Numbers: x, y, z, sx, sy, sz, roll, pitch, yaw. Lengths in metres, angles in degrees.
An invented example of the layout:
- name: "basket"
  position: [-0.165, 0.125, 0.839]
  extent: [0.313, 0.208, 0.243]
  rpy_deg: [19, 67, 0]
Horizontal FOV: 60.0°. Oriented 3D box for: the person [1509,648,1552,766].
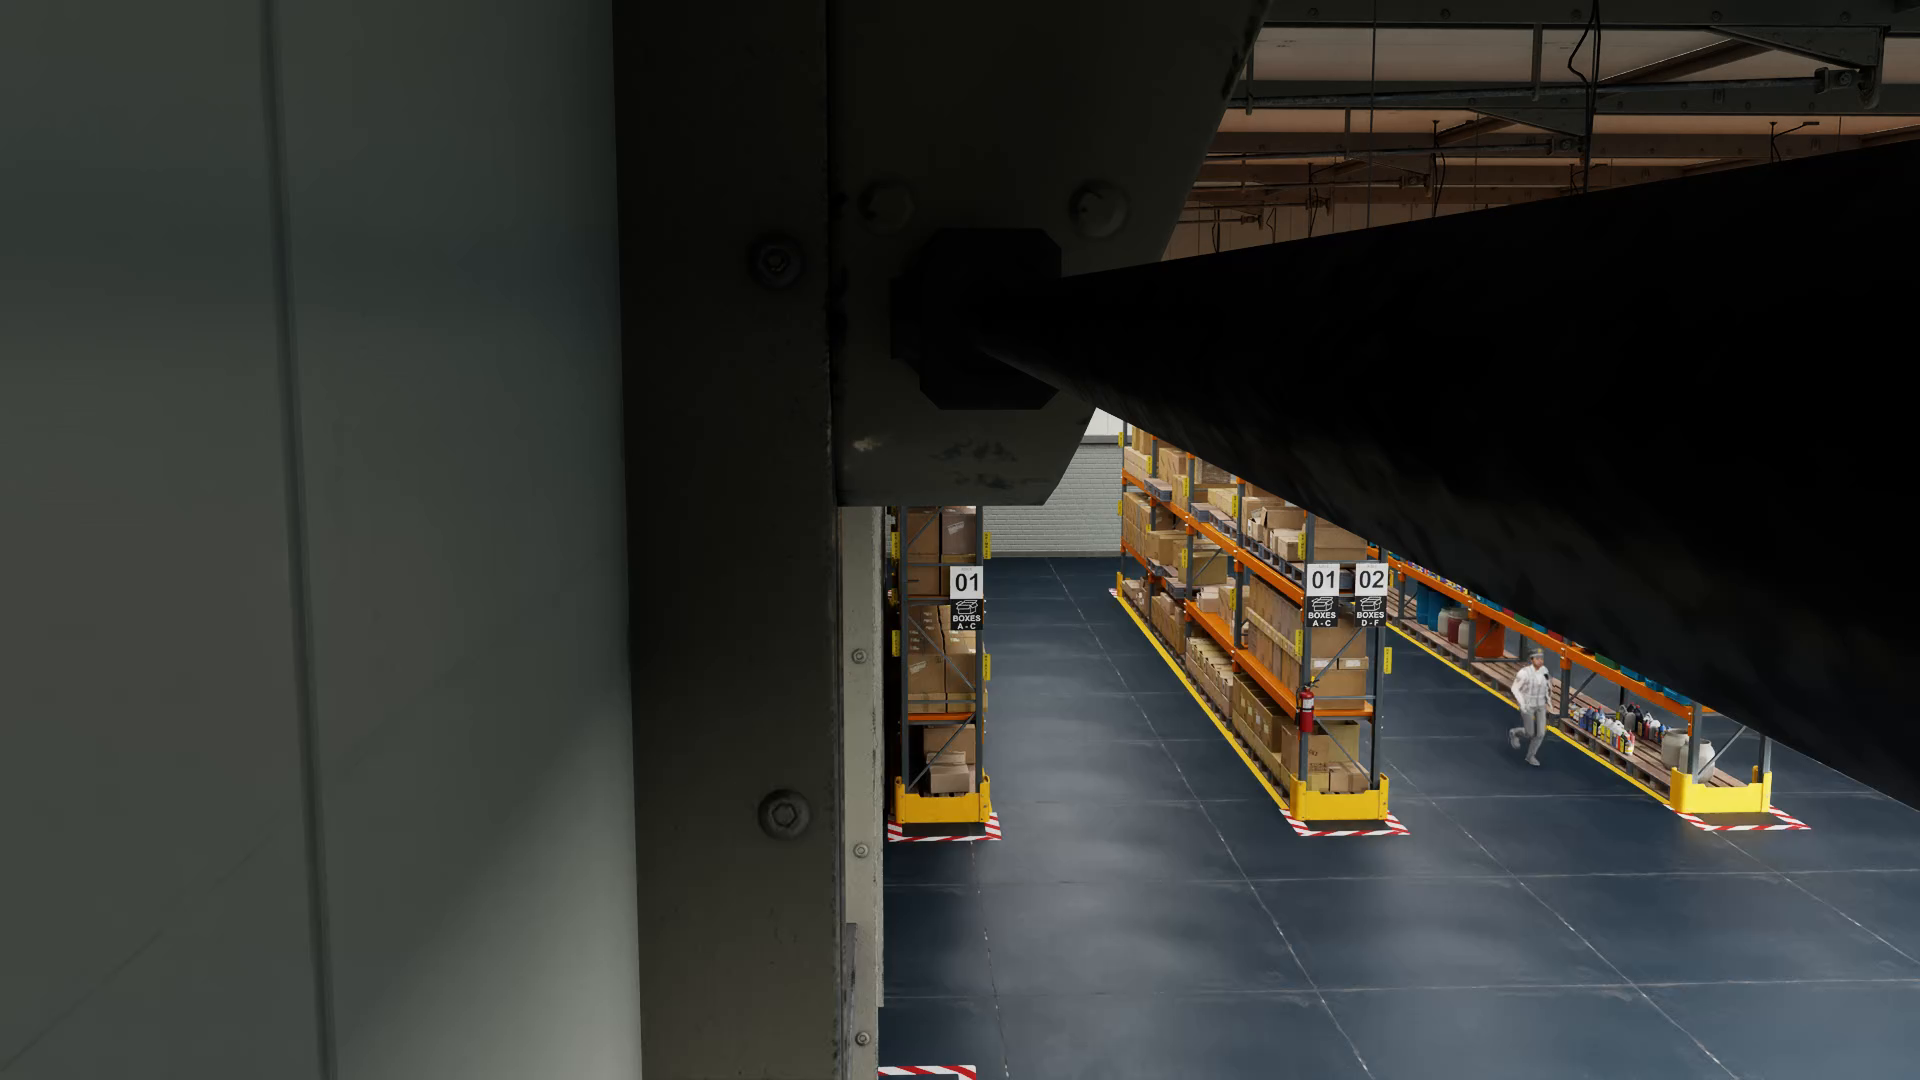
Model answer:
- name: "person"
  position: [7.948, 2.284, 23.168]
  extent: [0.603, 1.643, 0.593]
  rpy_deg: [-1, 8, -10]
